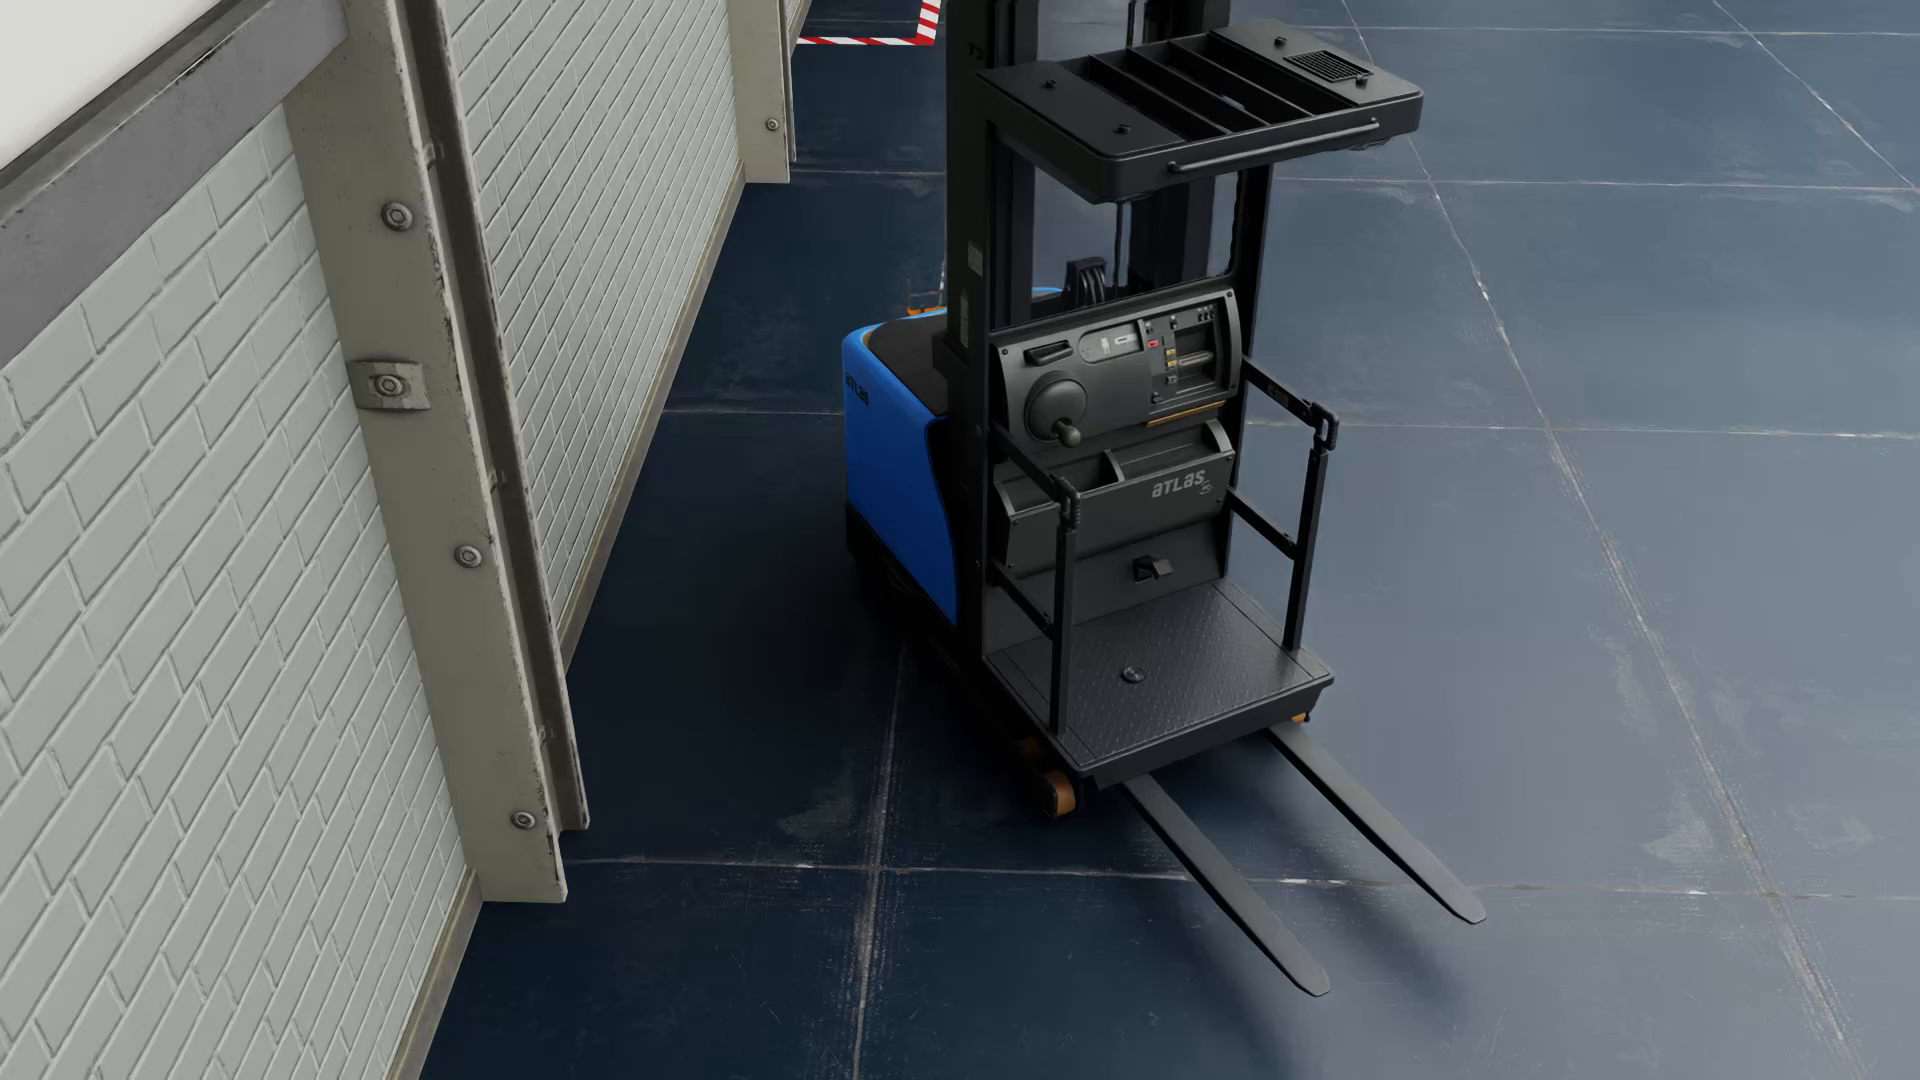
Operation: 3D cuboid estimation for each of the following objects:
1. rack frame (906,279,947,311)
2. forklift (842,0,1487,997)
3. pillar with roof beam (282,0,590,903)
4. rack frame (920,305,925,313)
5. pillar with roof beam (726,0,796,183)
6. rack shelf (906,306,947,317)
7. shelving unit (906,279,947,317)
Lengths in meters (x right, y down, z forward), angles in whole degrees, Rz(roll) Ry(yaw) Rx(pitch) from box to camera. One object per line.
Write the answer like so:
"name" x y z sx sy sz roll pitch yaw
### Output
"rack frame" -0.128 -0.675 7.298 0.200 1.050 0.008 -9 36 -12
"forklift" 0.648 -0.520 5.442 1.130 2.935 3.031 -17 38 -22
"pillar with roof beam" 2.838 -2.492 2.970 9.100 9.000 0.400 1 35 2
"rack frame" -0.064 -0.540 7.105 0.200 1.050 0.008 -9 36 -12
"pillar with roof beam" 3.079 -5.939 7.875 9.100 9.000 0.400 1 35 2
"rack shelf" -0.096 -0.831 7.045 0.215 0.259 0.240 -9 36 -12
"shelving unit" -0.096 -0.608 7.202 0.215 1.050 0.252 -9 36 -12
